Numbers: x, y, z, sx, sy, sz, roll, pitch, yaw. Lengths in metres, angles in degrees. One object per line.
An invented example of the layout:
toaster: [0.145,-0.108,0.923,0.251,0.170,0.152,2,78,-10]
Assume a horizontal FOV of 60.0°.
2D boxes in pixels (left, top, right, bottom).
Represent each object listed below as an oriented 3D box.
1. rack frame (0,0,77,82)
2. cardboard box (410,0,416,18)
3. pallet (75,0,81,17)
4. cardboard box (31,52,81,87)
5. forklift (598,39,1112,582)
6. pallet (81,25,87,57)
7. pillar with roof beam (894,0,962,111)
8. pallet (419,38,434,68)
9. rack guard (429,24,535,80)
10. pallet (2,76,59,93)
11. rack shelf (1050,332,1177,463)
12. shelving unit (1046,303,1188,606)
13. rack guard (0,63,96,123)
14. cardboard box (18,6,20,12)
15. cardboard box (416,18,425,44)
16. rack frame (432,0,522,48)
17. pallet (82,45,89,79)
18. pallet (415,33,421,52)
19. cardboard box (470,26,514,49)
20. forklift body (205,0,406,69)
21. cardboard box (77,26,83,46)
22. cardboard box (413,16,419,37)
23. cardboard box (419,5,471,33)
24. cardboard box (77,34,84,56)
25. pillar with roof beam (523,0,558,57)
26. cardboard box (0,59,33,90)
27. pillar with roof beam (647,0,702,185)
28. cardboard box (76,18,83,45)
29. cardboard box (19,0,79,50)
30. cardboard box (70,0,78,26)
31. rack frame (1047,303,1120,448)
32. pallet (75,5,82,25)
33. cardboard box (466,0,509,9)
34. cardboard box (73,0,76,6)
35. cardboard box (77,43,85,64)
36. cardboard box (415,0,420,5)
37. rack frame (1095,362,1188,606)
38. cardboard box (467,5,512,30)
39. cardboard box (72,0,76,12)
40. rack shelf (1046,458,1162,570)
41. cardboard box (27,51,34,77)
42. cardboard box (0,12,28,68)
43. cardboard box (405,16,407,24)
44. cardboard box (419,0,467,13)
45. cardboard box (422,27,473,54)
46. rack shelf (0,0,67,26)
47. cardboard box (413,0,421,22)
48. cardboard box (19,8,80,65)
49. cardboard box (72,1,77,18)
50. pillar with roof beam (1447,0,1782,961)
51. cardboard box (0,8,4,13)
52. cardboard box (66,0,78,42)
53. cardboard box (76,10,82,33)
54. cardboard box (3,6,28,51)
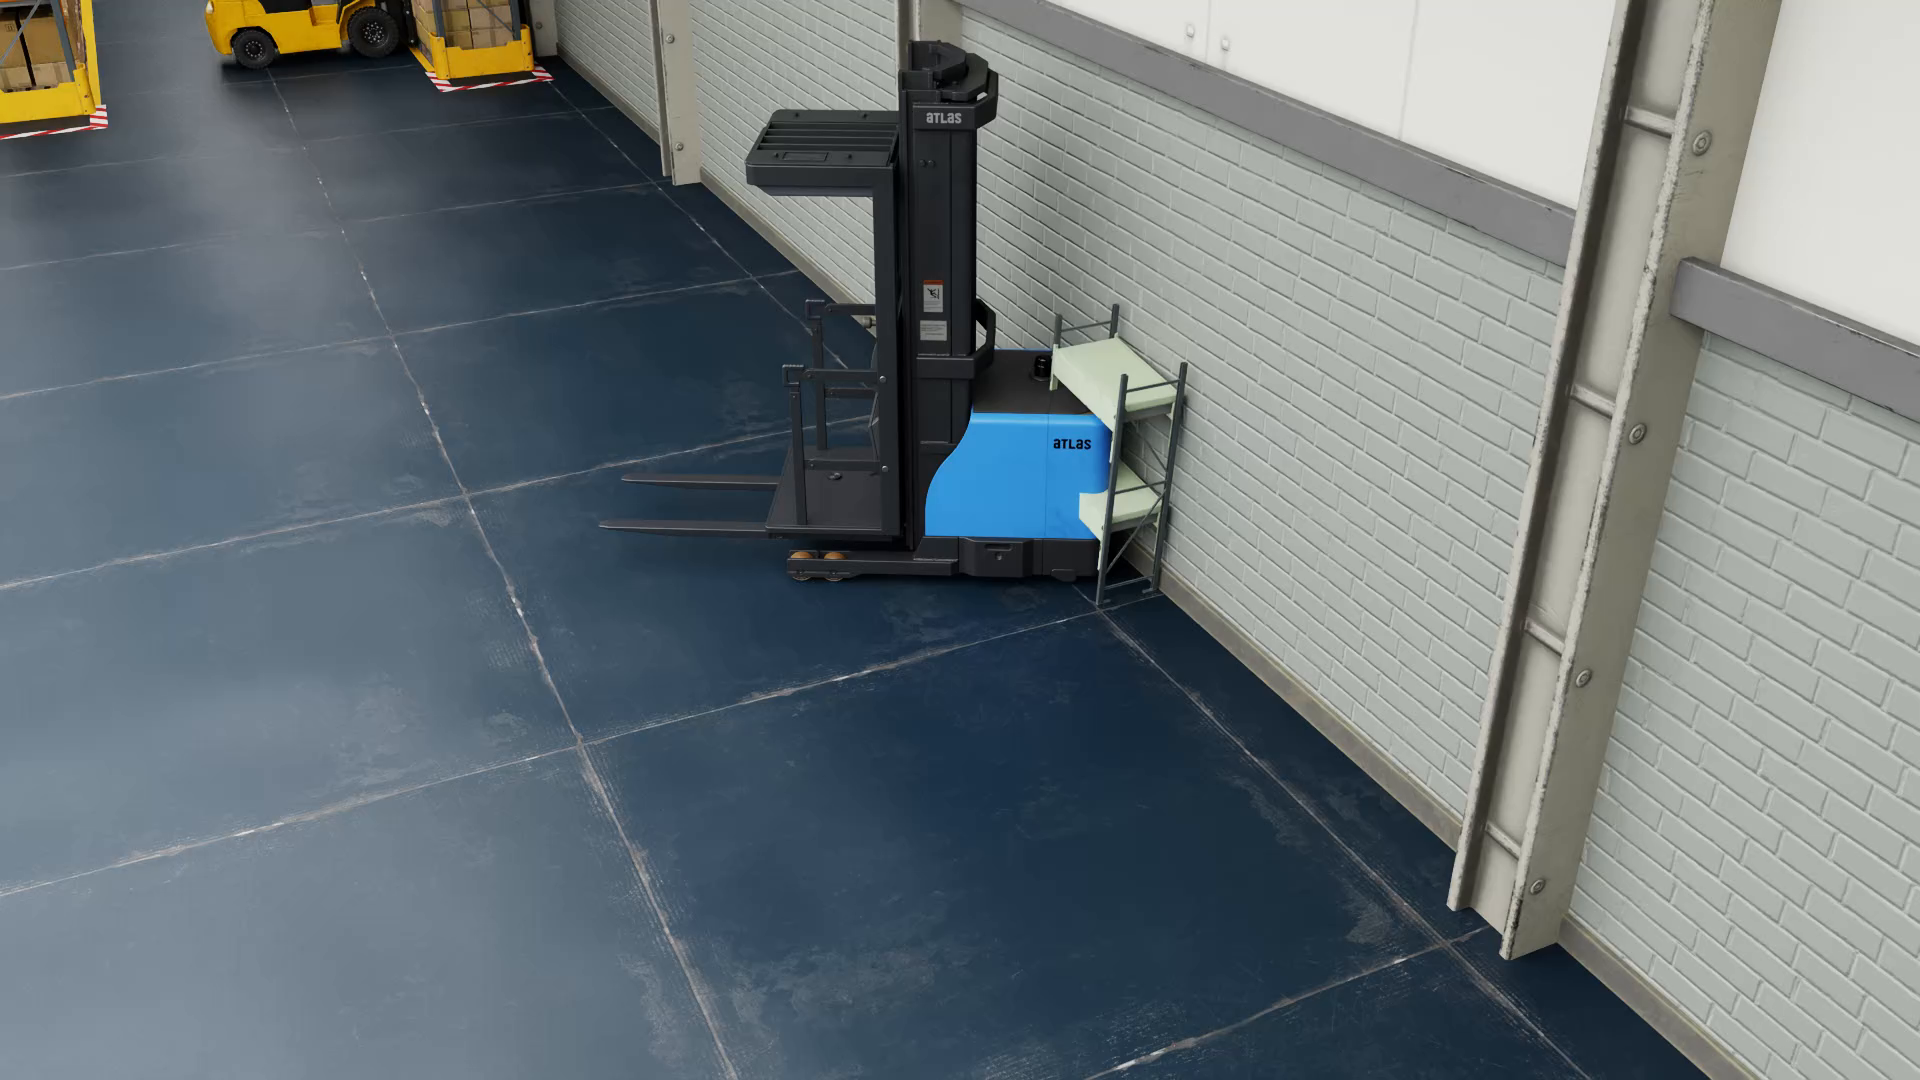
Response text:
rack frame: [-10.352,-6.055,17.954,1.000,3.000,0.127,-13,32,-22]
cardboard box: [-6.808,-6.898,21.328,0.500,0.250,0.500,-14,32,-23]
pallet: [-12.932,-7.489,23.363,1.003,0.211,1.213,-13,32,-22]
cardboard box: [-10.448,-5.453,19.263,0.500,0.250,0.500,-13,32,-22]
forklift: [-0.629,-1.293,9.532,3.031,2.935,1.130,1,29,2]
pallet: [-11.749,-6.317,21.272,1.003,0.211,1.213,-13,32,-22]
pillar with roof beam: [-4.092,-4.008,8.169,9.100,9.000,0.400,-13,32,-22]
pallet: [-6.237,-6.212,21.085,1.003,0.211,1.213,-13,32,-22]
rack guard: [-5.860,-5.998,20.408,1.175,0.500,0.348,-13,32,-22]
pallet: [-10.701,-5.239,19.349,1.003,0.211,1.213,-13,32,-22]
rack shelf: [0.857,-0.802,9.257,0.431,0.370,0.720,-13,38,-22]
shelving unit: [0.841,-0.481,9.479,0.431,1.500,0.755,-13,38,-22]
rack guard: [-10.384,-4.998,18.626,1.175,0.500,0.348,-13,32,-22]
cardboard box: [-11.369,-6.119,19.684,0.500,0.500,0.500,-14,32,-23]
cardboard box: [-6.562,-6.446,21.033,0.500,0.250,0.500,-13,32,-22]
rack frame: [-5.870,-7.099,19.816,1.000,3.000,0.127,-13,32,-22]
pallet: [-11.221,-5.777,20.309,1.003,0.211,1.213,-13,32,-22]
pallet: [-6.756,-6.750,22.044,1.003,0.211,1.213,-13,32,-22]
cardboard box: [-5.905,-6.341,20.846,0.500,0.250,0.500,-13,32,-22]
forklift body: [-8.332,-7.183,20.834,2.313,2.155,1.214,-13,32,-22]
cardboard box: [-11.121,-6.142,20.492,0.500,0.250,0.500,-13,32,-21]
cardboard box: [-6.769,-6.669,21.430,0.500,0.250,0.500,-13,32,-21]
cardboard box: [-6.362,-6.450,20.530,0.500,0.250,0.500,-14,32,-23]
cardboard box: [-10.906,-5.919,20.093,0.500,0.250,0.500,-11,31,-19]
pillar with roof beam: [-9.243,-9.309,17.623,9.100,9.000,0.400,-13,32,-22]
cardboard box: [-10.952,-5.350,19.079,0.500,0.250,0.500,-13,32,-22]
pillar with roof beam: [-6.668,-6.658,12.896,9.100,9.000,0.400,-13,32,-22]
cardboard box: [-11.335,-6.368,20.894,0.500,0.250,0.500,-14,32,-23]
cardboard box: [-10.688,-6.021,19.508,0.500,0.500,0.500,-14,32,-24]
cardboard box: [-11.133,-6.479,20.325,0.500,0.500,0.500,-11,31,-19]
rack frame: [0.684,-0.674,9.747,0.400,1.500,0.023,-13,38,-22]
pallet: [-12.405,-6.949,22.400,1.003,0.211,1.213,-13,32,-22]
cardboard box: [-5.906,-6.771,20.591,0.500,0.250,0.500,-14,32,-23]
cardboard box: [-12.608,-7.407,22.623,0.950,0.372,0.625,-11,31,-19]
cardboard box: [-10.661,-5.680,19.668,0.500,0.250,0.500,-12,31,-20]
cardboard box: [-6.574,-6.881,20.787,0.500,0.250,0.500,-12,32,-21]
rack frame: [0.997,-0.287,9.210,0.400,1.500,0.023,-13,38,-22]
cardboard box: [-5.885,-6.552,20.712,0.500,0.250,0.500,-12,32,-21]
cardboard box: [-11.573,-6.928,21.126,0.500,0.500,0.500,-14,32,-23]
rack shelf: [0.827,-0.213,9.664,0.431,0.370,0.720,-13,38,-22]
cardboard box: [-11.157,-5.570,19.471,0.500,0.250,0.500,-13,32,-22]
cardboard box: [-10.931,-5.665,18.874,0.500,0.500,0.500,-13,32,-22]
cardboard box: [-7.012,-6.893,21.831,0.500,0.250,0.500,-12,31,-20]
cardboard box: [-6.350,-6.657,20.387,0.500,0.250,0.500,-12,31,-20]
cardboard box: [-6.357,-6.224,20.638,0.500,0.250,0.500,-13,32,-22]
rack shelf: [-11.210,-6.625,19.706,1.077,0.370,4.000,-13,32,-22]
cardboard box: [-6.567,-6.674,20.929,0.500,0.250,0.500,-13,32,-22]
cardboard box: [-10.459,-5.791,19.098,0.500,0.500,0.500,-14,32,-24]
cardboard box: [-11.353,-6.704,20.726,0.500,0.500,0.500,-12,32,-21]
pillar with roof beam: [-1.516,-1.357,3.443,9.100,9.000,0.400,-13,32,-22]
cardboard box: [-11.150,-6.096,18.980,0.380,0.149,0.250,-12,31,-21]
cardboard box: [-10.895,-6.244,19.907,0.500,0.500,0.500,-12,32,-21]
cardboard box: [-11.572,-6.601,21.310,0.500,0.250,0.500,-12,31,-20]
cardboard box: [-11.158,-5.895,19.284,0.500,0.500,0.500,-12,31,-20]
